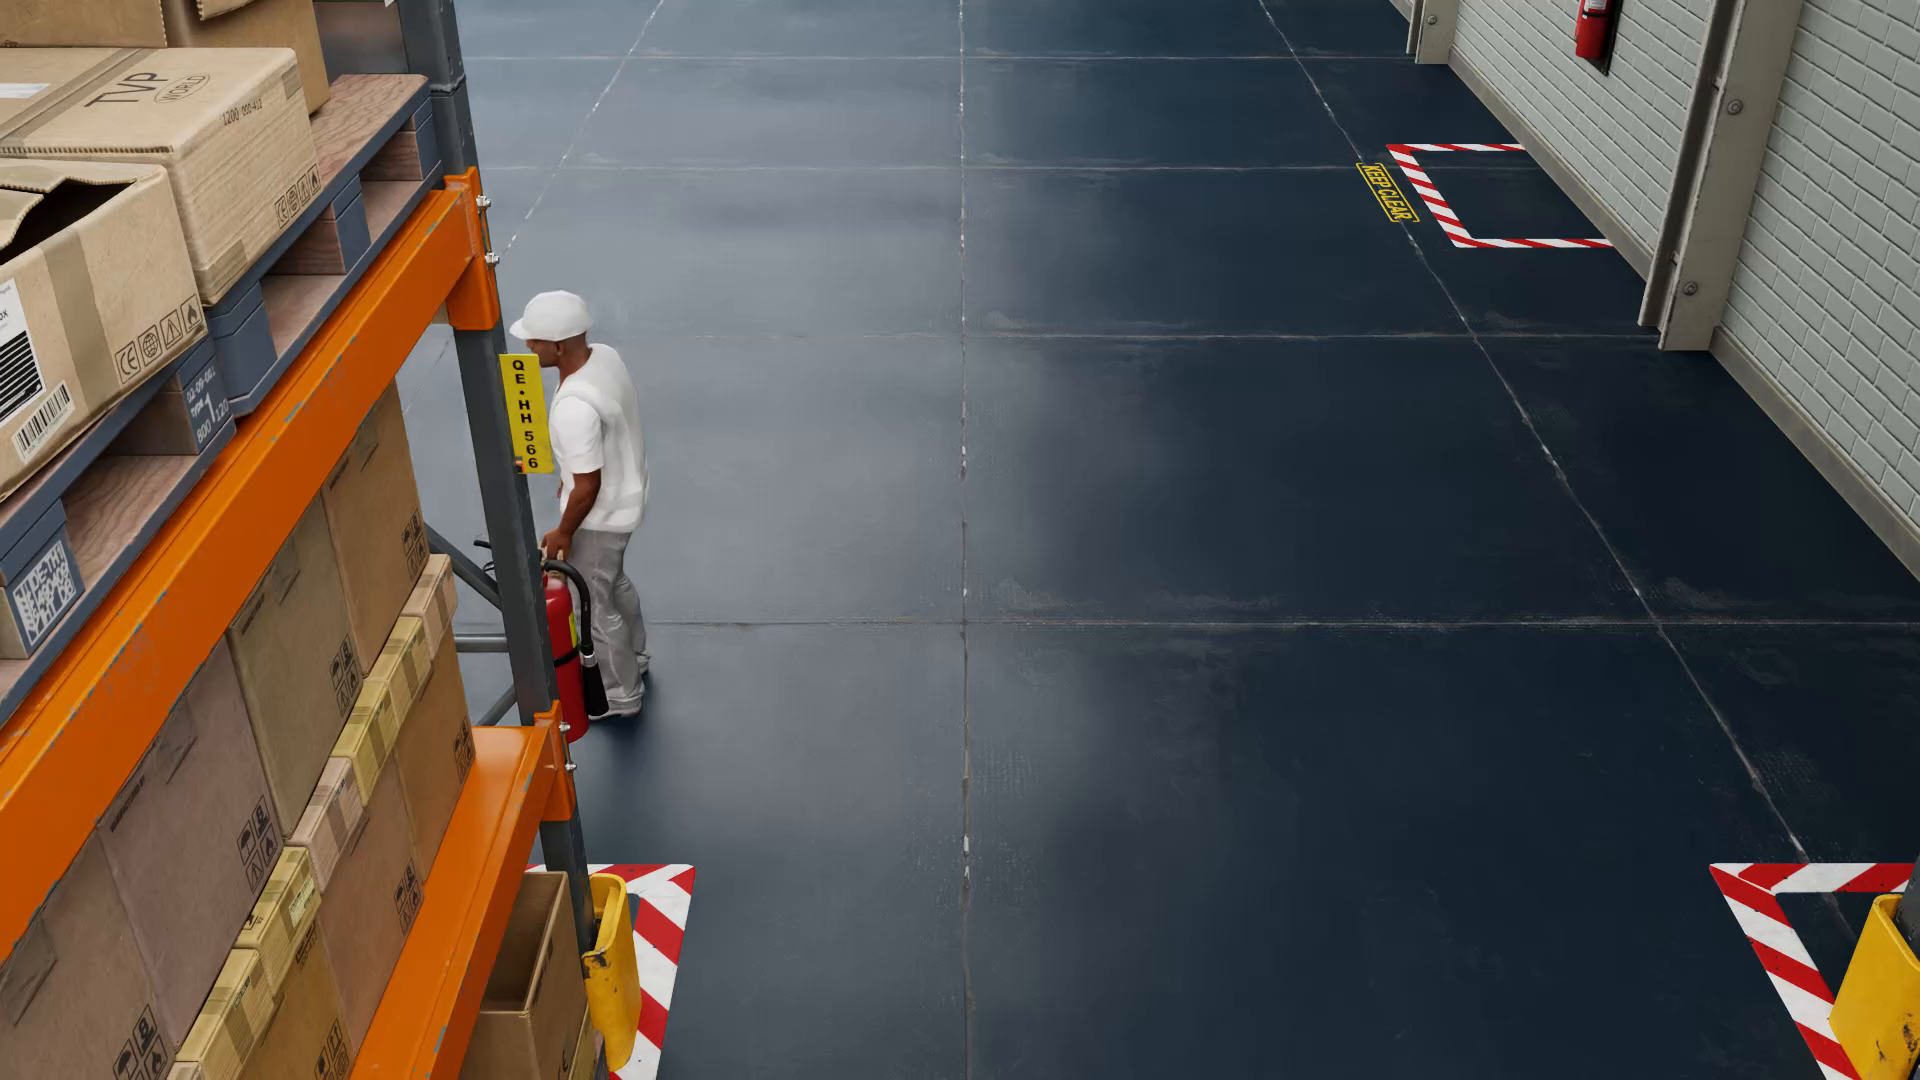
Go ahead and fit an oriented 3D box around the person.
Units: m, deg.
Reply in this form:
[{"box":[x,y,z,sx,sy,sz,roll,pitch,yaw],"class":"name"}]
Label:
[{"box":[-1.387,-0.128,6.322,0.425,1.765,0.589,-1,31,-2],"class":"person"}]
